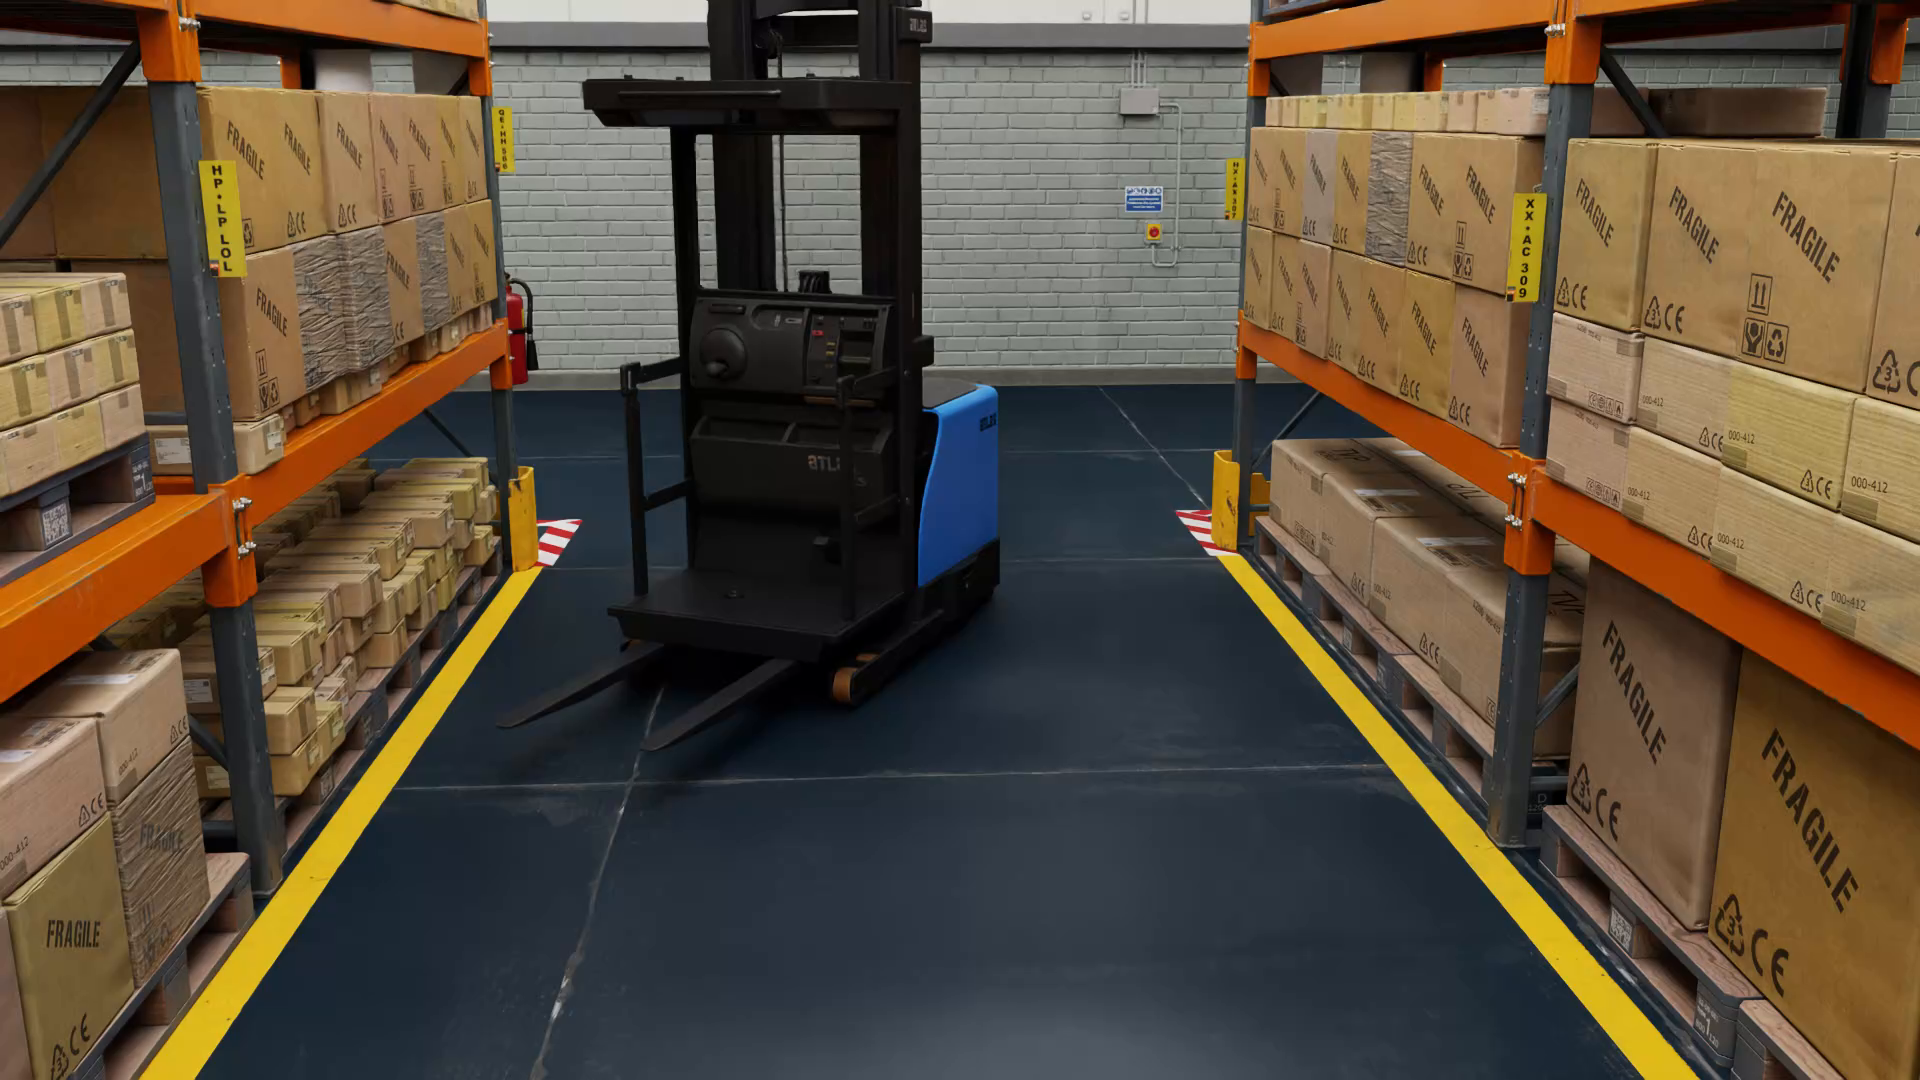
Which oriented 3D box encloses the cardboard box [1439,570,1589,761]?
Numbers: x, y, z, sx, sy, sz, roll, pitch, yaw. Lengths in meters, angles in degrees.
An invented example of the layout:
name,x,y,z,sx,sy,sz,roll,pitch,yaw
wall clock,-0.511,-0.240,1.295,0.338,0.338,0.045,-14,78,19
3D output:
name,x,y,z,sx,sy,sz,roll,pitch,yaw
cardboard box,2.352,0.435,6.114,0.875,0.438,0.875,-1,14,-4

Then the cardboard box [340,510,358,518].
name,x,y,z,sx,sy,sz,roll,pitch,yaw
cardboard box,-3.058,-0.042,7.950,0.380,0.149,0.250,-1,14,-3

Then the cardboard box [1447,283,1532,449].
name,x,y,z,sx,sy,sz,roll,pitch,yaw
cardboard box,2.000,-0.604,5.654,0.500,0.500,0.500,-1,14,-3

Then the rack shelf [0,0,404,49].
name,x,y,z,sx,sy,sz,roll,pitch,yaw
rack shelf,-2.774,-2.014,6.470,0.831,0.071,3.687,-1,14,-3

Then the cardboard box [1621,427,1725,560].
name,x,y,z,sx,sy,sz,roll,pitch,yaw
cardboard box,2.081,-0.129,4.311,0.500,0.250,0.500,-1,14,-5

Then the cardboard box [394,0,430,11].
name,x,y,z,sx,sy,sz,roll,pitch,yaw
cardboard box,-2.550,-2.358,6.953,0.500,0.250,0.500,0,14,-1

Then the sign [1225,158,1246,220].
name,x,y,z,sx,sy,sz,roll,pitch,yaw
sign,1.482,-1.890,8.954,0.100,0.325,0.005,-1,14,-3

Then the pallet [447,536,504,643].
name,x,y,z,sx,sy,sz,roll,pitch,yaw
pallet,-2.878,0.234,8.192,1.003,0.211,1.213,-1,14,-3

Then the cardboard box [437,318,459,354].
name,x,y,z,sx,sy,sz,roll,pitch,yaw
cardboard box,-2.548,-0.951,7.709,0.380,0.149,0.250,0,14,-2

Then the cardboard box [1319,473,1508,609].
name,x,y,z,sx,sy,sz,roll,pitch,yaw
cardboard box,2.242,-0.012,7.851,0.875,0.438,0.875,0,14,-2

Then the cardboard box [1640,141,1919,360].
name,x,y,z,sx,sy,sz,roll,pitch,yaw
cardboard box,2.084,-0.737,4.164,0.500,0.500,0.500,-1,14,-4

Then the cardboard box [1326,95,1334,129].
name,x,y,z,sx,sy,sz,roll,pitch,yaw
cardboard box,1.874,-1.933,7.511,0.380,0.149,0.250,-1,14,-3

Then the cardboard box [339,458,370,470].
name,x,y,z,sx,sy,sz,roll,pitch,yaw
cardboard box,-3.205,-0.313,8.407,0.380,0.149,0.250,-2,15,-6

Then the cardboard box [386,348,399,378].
name,x,y,z,sx,sy,sz,roll,pitch,yaw
cardboard box,-2.571,-0.752,6.932,0.380,0.149,0.250,-1,14,-2

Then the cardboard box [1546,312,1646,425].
name,x,y,z,sx,sy,sz,roll,pitch,yaw
cardboard box,2.030,-0.500,4.747,0.500,0.250,0.500,-1,14,-5

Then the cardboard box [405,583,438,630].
name,x,y,z,sx,sy,sz,roll,pitch,yaw
cardboard box,-2.506,0.289,7.262,0.380,0.149,0.250,-1,14,-2

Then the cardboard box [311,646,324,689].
name,x,y,z,sx,sy,sz,roll,pitch,yaw
cardboard box,-2.510,0.474,5.947,0.380,0.149,0.250,-1,14,-4

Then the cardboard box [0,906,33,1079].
name,x,y,z,sx,sy,sz,roll,pitch,yaw
cardboard box,-2.294,1.100,3.405,0.500,0.500,0.500,-1,14,-5

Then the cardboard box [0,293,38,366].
name,x,y,z,sx,sy,sz,roll,pitch,yaw
cardboard box,-2.399,-0.485,3.858,0.380,0.149,0.250,-1,14,-5

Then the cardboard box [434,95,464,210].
name,x,y,z,sx,sy,sz,roll,pitch,yaw
cardboard box,-2.590,-1.778,7.614,0.500,0.500,0.500,-1,14,-5

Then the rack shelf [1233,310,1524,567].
name,x,y,z,sx,sy,sz,roll,pitch,yaw
rack shelf,2.160,-0.593,7.256,1.077,0.370,4.000,-1,14,-3

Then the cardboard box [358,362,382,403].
name,x,y,z,sx,sy,sz,roll,pitch,yaw
cardboard box,-2.471,-0.623,6.433,0.380,0.149,0.250,0,14,-1

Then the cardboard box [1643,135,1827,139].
name,x,y,z,sx,sy,sz,roll,pitch,yaw
cardboard box,2.496,-1.099,5.571,0.500,0.500,0.500,-1,14,-3

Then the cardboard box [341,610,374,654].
name,x,y,z,sx,sy,sz,roll,pitch,yaw
cardboard box,-2.517,0.338,6.475,0.380,0.149,0.250,0,14,-1

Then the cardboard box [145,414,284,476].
name,x,y,z,sx,sy,sz,roll,pitch,yaw
cardboard box,-2.341,-0.297,5.163,0.380,0.149,0.250,0,14,-1

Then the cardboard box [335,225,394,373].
name,x,y,z,sx,sy,sz,roll,pitch,yaw
cardboard box,-2.463,-0.911,6.250,0.500,0.500,0.500,-1,14,-5

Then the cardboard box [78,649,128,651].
name,x,y,z,sx,sy,sz,roll,pitch,yaw
cardboard box,-2.932,0.462,5.396,0.380,0.149,0.250,0,14,-2

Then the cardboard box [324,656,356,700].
name,x,y,z,sx,sy,sz,roll,pitch,yaw
cardboard box,-2.501,0.550,6.249,0.380,0.149,0.250,-1,14,-5

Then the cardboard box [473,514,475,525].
name,x,y,z,sx,sy,sz,roll,pitch,yaw
cardboard box,-2.618,-0.112,8.222,0.380,0.149,0.250,-1,14,-5

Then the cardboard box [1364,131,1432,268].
name,x,y,z,sx,sy,sz,roll,pitch,yaw
cardboard box,-0.145,0.070,4.217,4.865,2.090,5.455,-1,14,-3

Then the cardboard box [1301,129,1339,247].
name,x,y,z,sx,sy,sz,roll,pitch,yaw
cardboard box,1.860,-1.592,7.485,0.500,0.500,0.500,-1,14,-4

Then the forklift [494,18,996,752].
name,x,y,z,sx,sy,sz,roll,pitch,yaw
forklift,2.355,-1.810,6.109,7.407,5.209,9.711,6,15,21

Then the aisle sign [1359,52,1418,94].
name,x,y,z,sx,sy,sz,roll,pitch,yaw
aisle sign,2.341,-2.721,8.864,0.394,0.787,0.004,-1,14,-3

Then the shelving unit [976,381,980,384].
name,x,y,z,sx,sy,sz,roll,pitch,yaw
shelving unit,-3.707,-0.416,3.020,8.426,4.047,12.137,-1,14,-3

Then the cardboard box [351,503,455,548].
name,x,y,z,sx,sy,sz,roll,pitch,yaw
cardboard box,-2.486,-0.063,7.438,0.380,0.149,0.250,0,14,-1

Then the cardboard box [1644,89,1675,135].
name,x,y,z,sx,sy,sz,roll,pitch,yaw
cardboard box,2.492,-1.437,5.583,0.380,0.149,0.250,-1,14,-3

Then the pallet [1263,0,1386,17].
name,x,y,z,sx,sy,sz,roll,pitch,yaw
pallet,2.093,-2.664,8.020,1.003,0.211,1.213,-1,14,-3

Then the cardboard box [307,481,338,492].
name,x,y,z,sx,sy,sz,roll,pitch,yaw
cardboard box,-3.180,-0.181,7.896,0.380,0.149,0.250,-1,14,-4

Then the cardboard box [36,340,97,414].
name,x,y,z,sx,sy,sz,roll,pitch,yaw
cardboard box,-2.411,-0.407,4.153,0.380,0.149,0.250,-1,14,-3

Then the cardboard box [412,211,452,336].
name,x,y,z,sx,sy,sz,roll,pitch,yaw
cardboard box,-2.546,-1.168,7.249,0.500,0.500,0.500,-1,14,-3

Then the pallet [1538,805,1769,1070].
name,x,y,z,sx,sy,sz,roll,pitch,yaw
pallet,2.407,1.097,4.839,1.003,0.211,1.213,-1,14,-3

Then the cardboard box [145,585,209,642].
name,x,y,z,sx,sy,sz,roll,pitch,yaw
cardboard box,-2.948,0.272,6.136,0.380,0.149,0.250,0,14,-2

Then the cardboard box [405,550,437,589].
name,x,y,z,sx,sy,sz,roll,pitch,yaw
cardboard box,-2.504,0.144,7.227,0.380,0.149,0.250,0,14,-1

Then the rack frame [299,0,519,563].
name,x,y,z,sx,sy,sz,roll,pitch,yaw
rack frame,-2.898,-1.338,8.705,1.000,3.000,0.127,-1,14,-3

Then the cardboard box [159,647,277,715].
name,x,y,z,sx,sy,sz,roll,pitch,yaw
cardboard box,-2.465,0.458,5.413,0.380,0.149,0.250,0,14,-1

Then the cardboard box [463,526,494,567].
name,x,y,z,sx,sy,sz,roll,pitch,yaw
cardboard box,-2.540,0.030,8.269,0.380,0.149,0.250,0,14,-2

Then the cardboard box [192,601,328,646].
name,x,y,z,sx,sy,sz,roll,pitch,yaw
cardboard box,-2.488,0.326,5.924,0.392,0.149,0.269,0,14,-1

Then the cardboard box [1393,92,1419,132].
name,x,y,z,sx,sy,sz,roll,pitch,yaw
cardboard box,1.931,-1.682,6.533,0.380,0.149,0.250,-1,14,-5

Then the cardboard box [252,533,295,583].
name,x,y,z,sx,sy,sz,roll,pitch,yaw
cardboard box,-2.992,0.075,6.899,0.380,0.149,0.250,-1,14,-3

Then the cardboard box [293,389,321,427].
name,x,y,z,sx,sy,sz,roll,pitch,yaw
cardboard box,-2.511,-0.493,5.926,0.380,0.149,0.250,-2,15,-6

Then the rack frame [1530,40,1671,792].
name,x,y,z,sx,sy,sz,roll,pitch,yaw
rack frame,2.287,-0.444,5.233,0.949,2.616,0.053,-1,14,-3
